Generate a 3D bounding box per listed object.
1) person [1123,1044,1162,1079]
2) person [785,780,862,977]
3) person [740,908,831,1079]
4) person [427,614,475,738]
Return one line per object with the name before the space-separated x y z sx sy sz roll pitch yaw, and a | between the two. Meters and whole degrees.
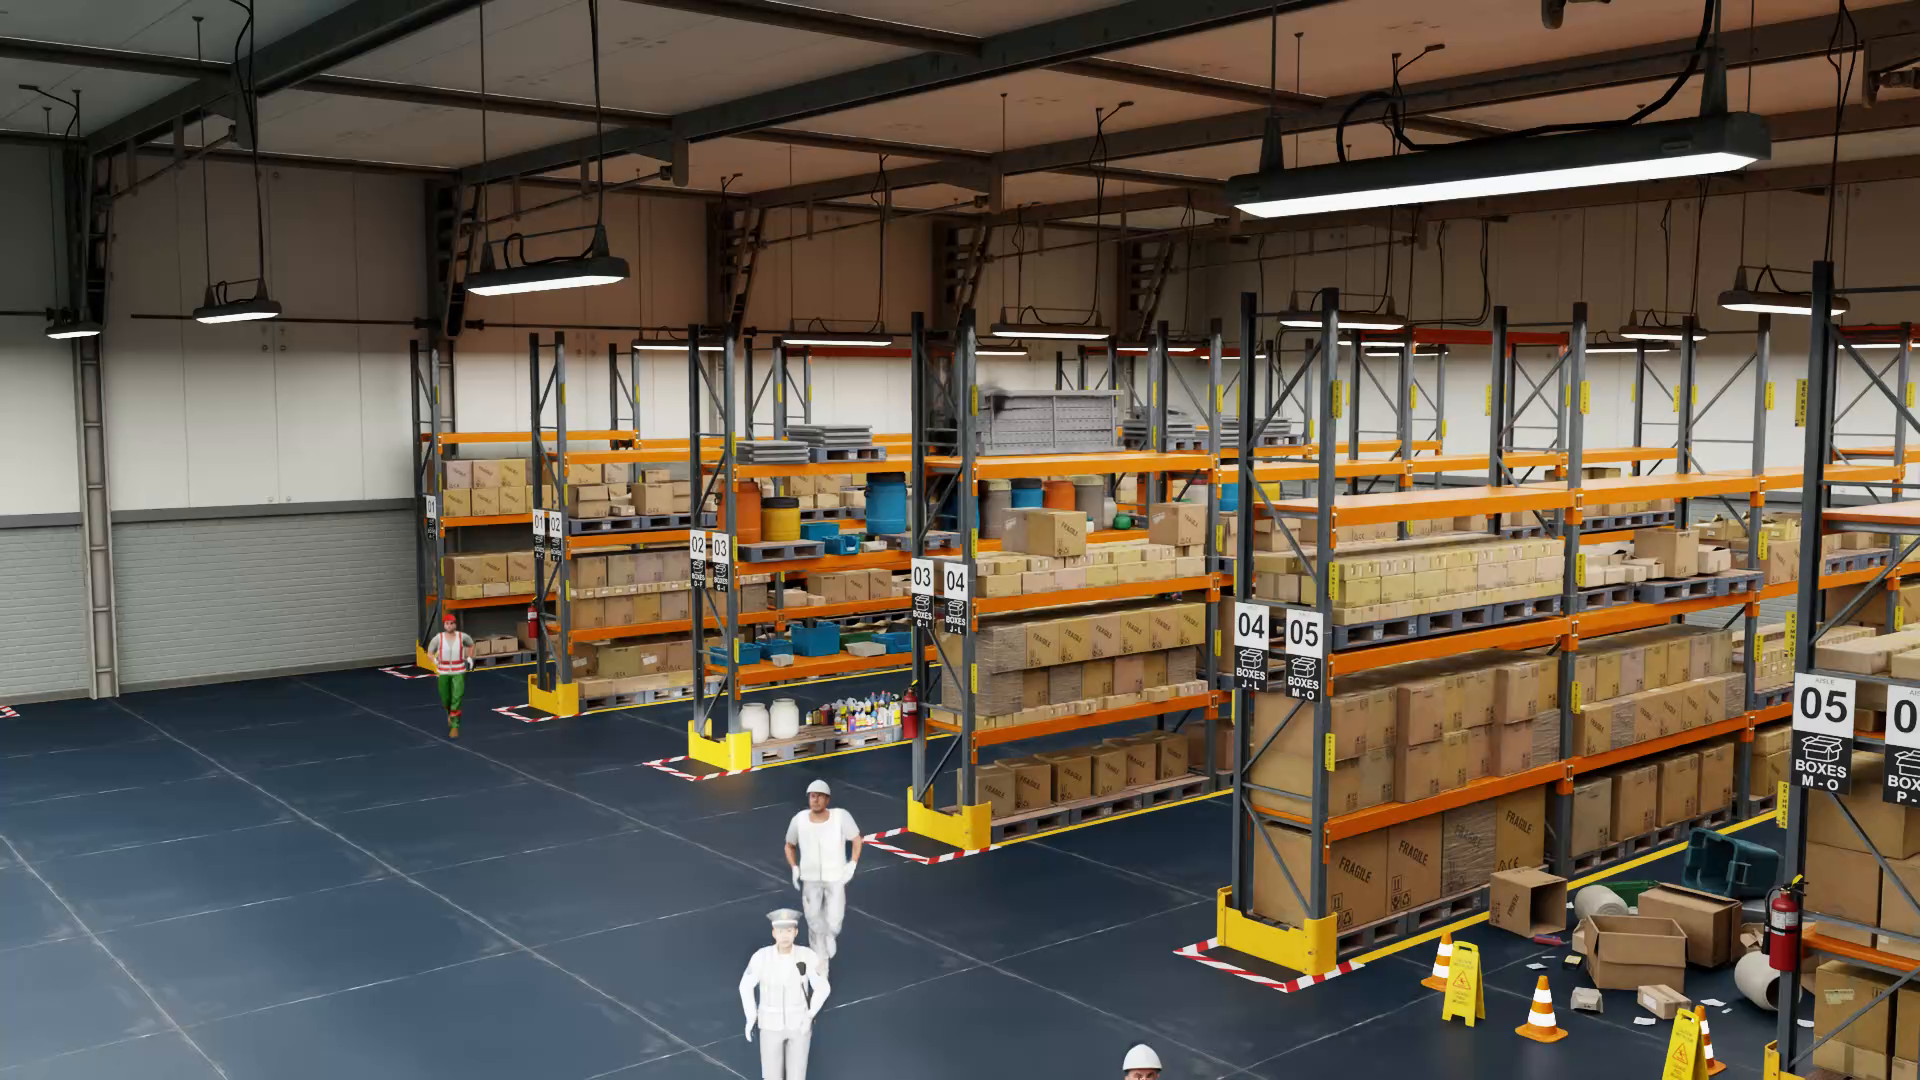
person | 0.948 3.498 8.716 0.658 1.738 0.601 0 5 -2
person | -1.202 2.957 14.571 0.677 1.745 0.559 0 5 1
person | -1.167 3.303 11.342 0.574 1.657 0.552 -1 5 -6
person | -7.544 1.980 24.652 0.670 1.781 0.998 -1 5 -13
